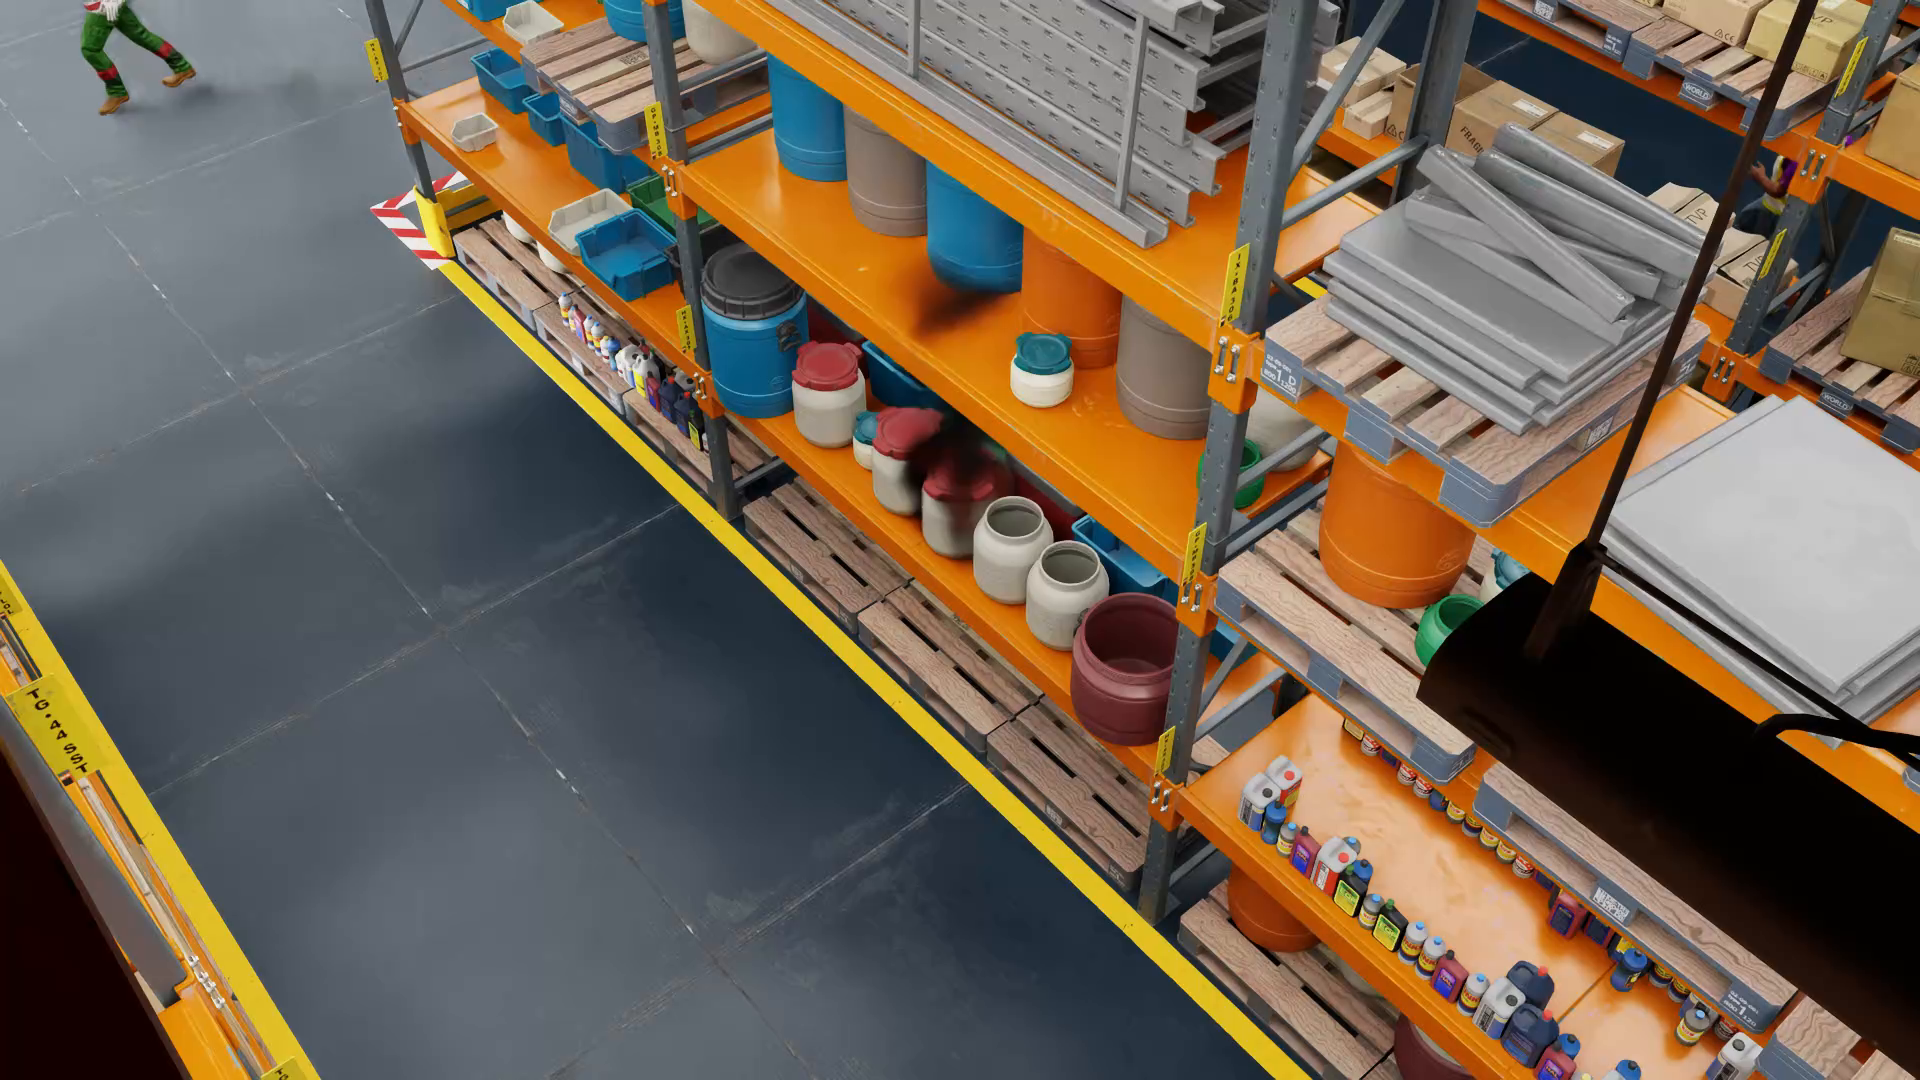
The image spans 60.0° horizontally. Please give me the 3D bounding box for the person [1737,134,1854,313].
[{"bbox_3d":[6.009,-2.494,12.132,0.701,1.724,0.634,-35,56,-28],"label":"person"}]

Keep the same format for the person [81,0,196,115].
[{"bbox_3d":[-7.222,-4.496,14.047,0.995,1.753,0.692,-15,48,-14],"label":"person"}]
